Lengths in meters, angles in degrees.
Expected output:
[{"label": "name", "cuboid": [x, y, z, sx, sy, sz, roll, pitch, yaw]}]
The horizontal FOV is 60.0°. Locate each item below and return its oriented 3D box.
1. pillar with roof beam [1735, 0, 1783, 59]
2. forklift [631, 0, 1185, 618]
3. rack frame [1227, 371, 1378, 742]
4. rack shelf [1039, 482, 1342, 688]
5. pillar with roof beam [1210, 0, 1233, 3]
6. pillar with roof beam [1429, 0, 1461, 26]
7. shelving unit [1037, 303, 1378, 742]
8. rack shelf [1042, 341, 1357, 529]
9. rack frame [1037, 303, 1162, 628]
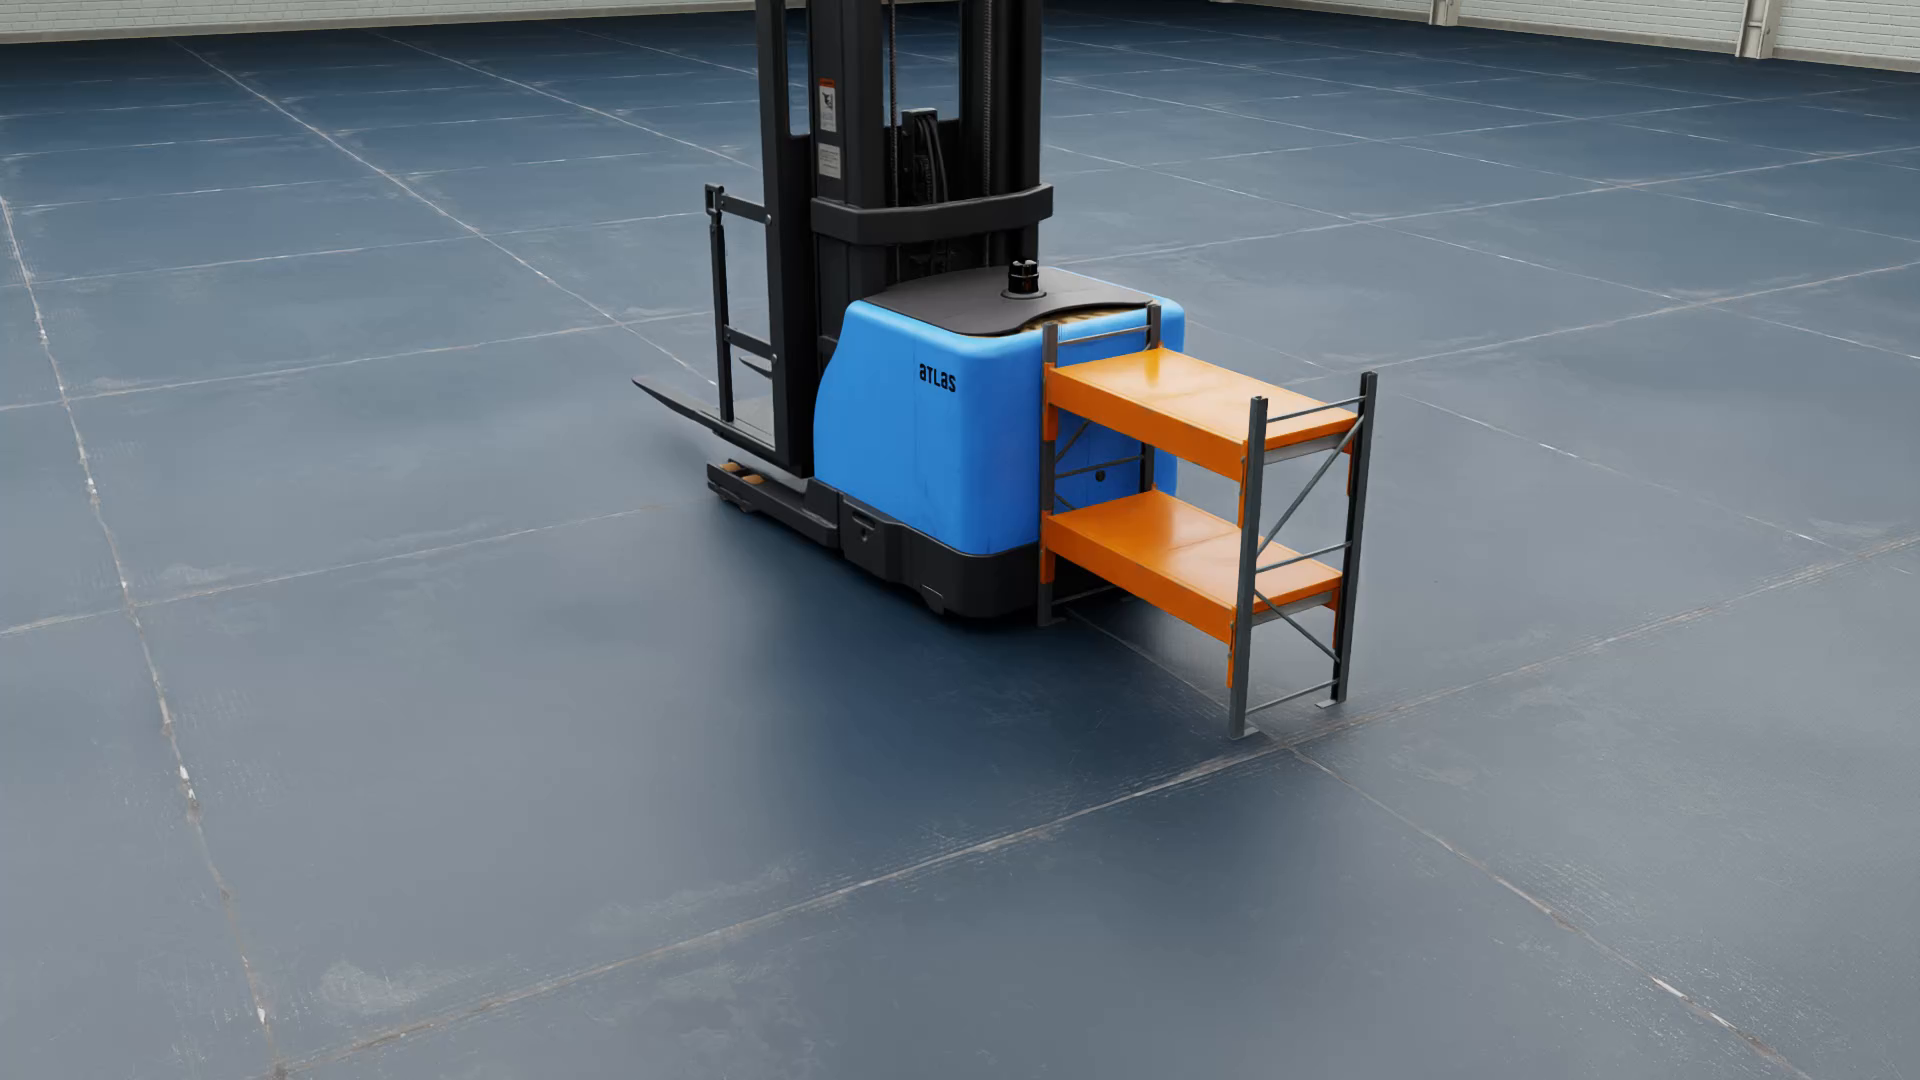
[{"label": "pillar with roof beam", "cuboid": [7.689, -10.269, 20.126, 9.100, 9.000, 0.400, -13, 25, -28]}, {"label": "forklift", "cuboid": [-0.441, -1.569, 6.779, 1.130, 2.935, 3.031, -16, 27, -34]}, {"label": "rack frame", "cuboid": [1.062, 0.058, 5.174, 0.500, 1.125, 0.032, -14, 26, -31]}, {"label": "rack shelf", "cuboid": [0.779, 0.126, 5.657, 0.538, 0.278, 1.000, -14, 26, -31]}, {"label": "pillar with roof beam", "cuboid": [1.560, -14.154, 29.683, 9.100, 9.000, 0.400, -13, 25, -28]}, {"label": "pillar with roof beam", "cuboid": [4.625, -12.212, 24.905, 9.100, 9.000, 0.400, -13, 25, -28]}, {"label": "shelving unit", "cuboid": [0.779, -0.101, 5.565, 0.538, 1.125, 1.048, -14, 26, -31]}, {"label": "rack shelf", "cuboid": [0.779, -0.372, 5.455, 0.538, 0.278, 1.000, -14, 26, -31]}, {"label": "rack frame", "cuboid": [0.496, -0.260, 5.956, 0.500, 1.125, 0.032, -14, 26, -31]}]
